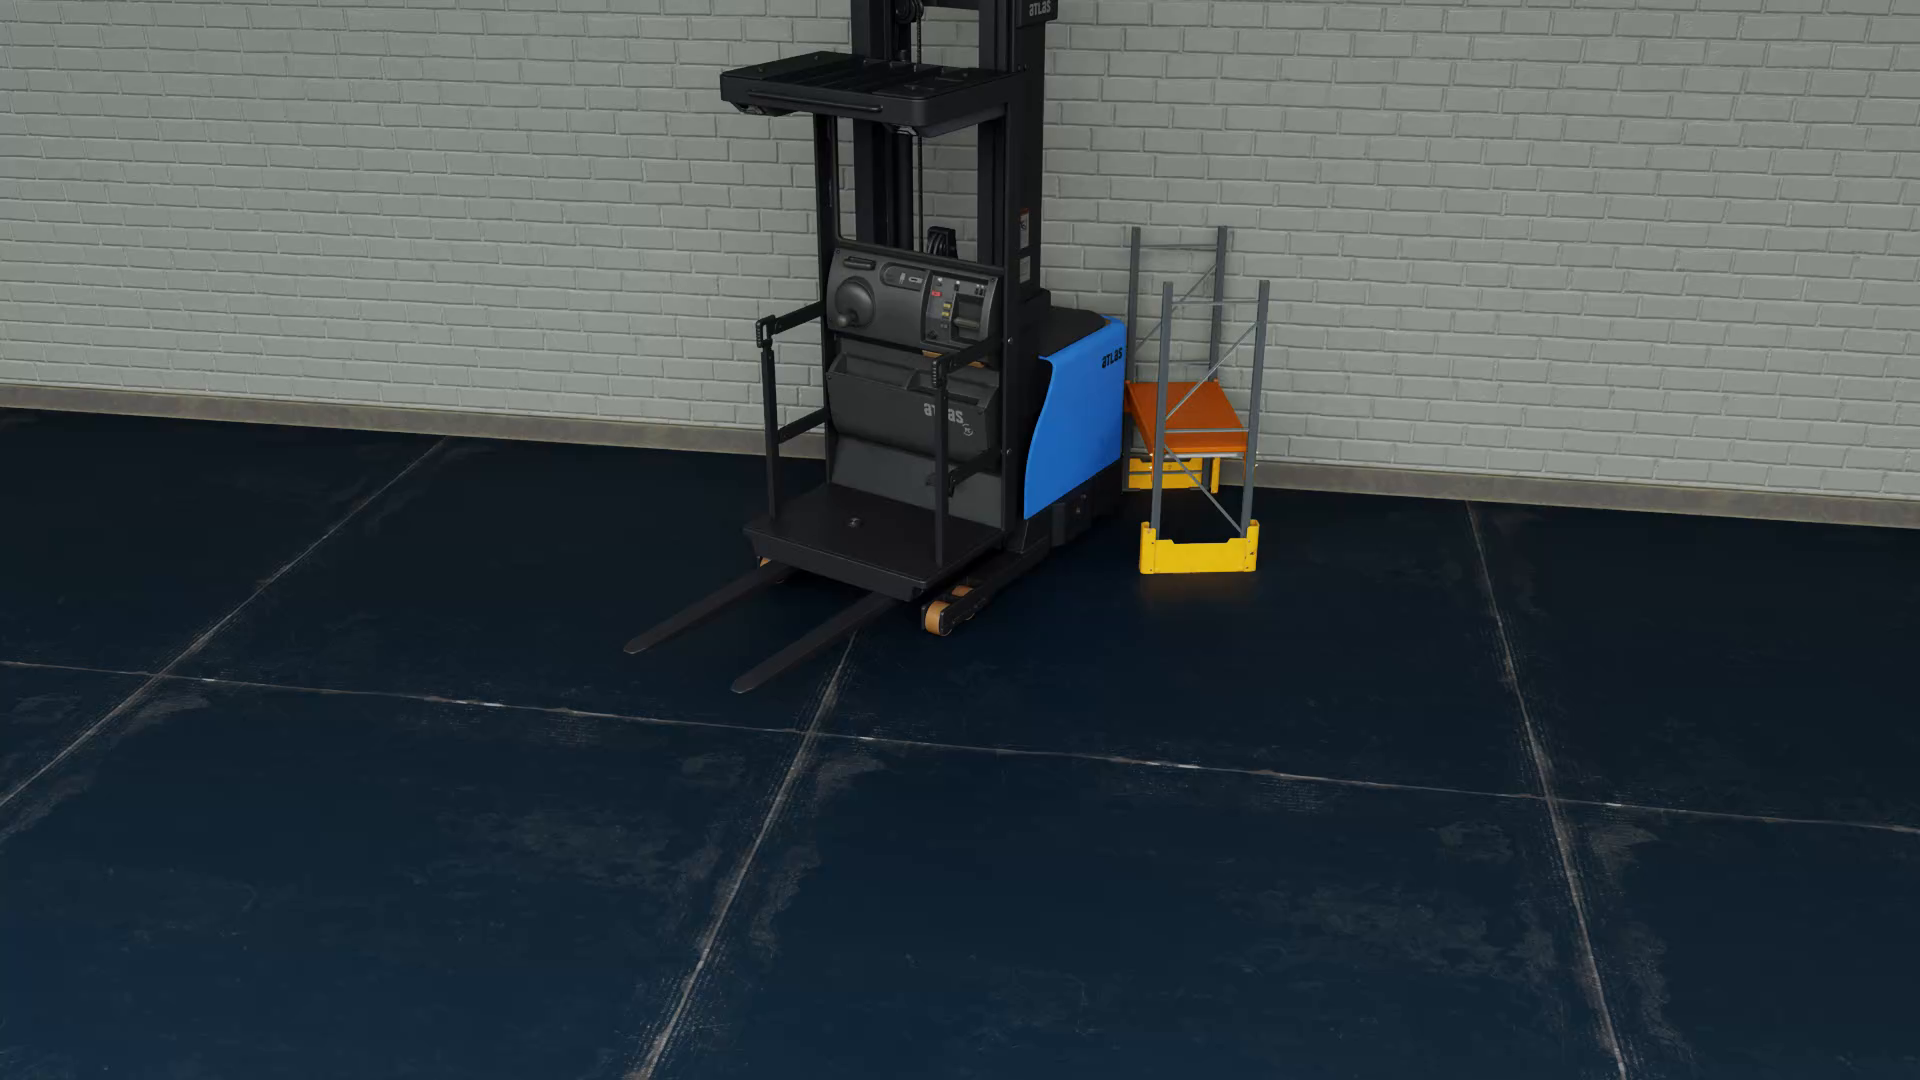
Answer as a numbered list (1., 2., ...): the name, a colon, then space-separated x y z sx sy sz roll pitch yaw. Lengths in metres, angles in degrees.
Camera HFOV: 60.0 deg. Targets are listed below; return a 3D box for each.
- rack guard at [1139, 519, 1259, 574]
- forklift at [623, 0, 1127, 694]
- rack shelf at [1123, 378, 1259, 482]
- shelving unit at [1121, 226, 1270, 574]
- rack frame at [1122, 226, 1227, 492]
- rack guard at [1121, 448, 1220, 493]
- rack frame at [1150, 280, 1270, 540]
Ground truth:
1. rack guard: 1.204 0.033 8.384 0.587 0.250 0.087 -1 25 -3
2. forklift: -0.348 -1.105 7.654 1.130 2.935 3.031 16 29 30
3. rack shelf: 1.178 -0.585 8.654 0.538 0.185 1.000 -1 25 -3
4. shelving unit: 1.178 -0.744 8.569 0.587 1.500 1.083 -1 25 -3
5. rack frame: 1.152 -0.963 9.037 0.500 1.500 0.032 -1 25 -3
6. rack guard: 1.153 -0.388 9.285 0.587 0.250 0.087 -1 25 -3
7. rack frame: 1.204 -0.532 8.118 0.500 1.500 0.032 -1 25 -3
